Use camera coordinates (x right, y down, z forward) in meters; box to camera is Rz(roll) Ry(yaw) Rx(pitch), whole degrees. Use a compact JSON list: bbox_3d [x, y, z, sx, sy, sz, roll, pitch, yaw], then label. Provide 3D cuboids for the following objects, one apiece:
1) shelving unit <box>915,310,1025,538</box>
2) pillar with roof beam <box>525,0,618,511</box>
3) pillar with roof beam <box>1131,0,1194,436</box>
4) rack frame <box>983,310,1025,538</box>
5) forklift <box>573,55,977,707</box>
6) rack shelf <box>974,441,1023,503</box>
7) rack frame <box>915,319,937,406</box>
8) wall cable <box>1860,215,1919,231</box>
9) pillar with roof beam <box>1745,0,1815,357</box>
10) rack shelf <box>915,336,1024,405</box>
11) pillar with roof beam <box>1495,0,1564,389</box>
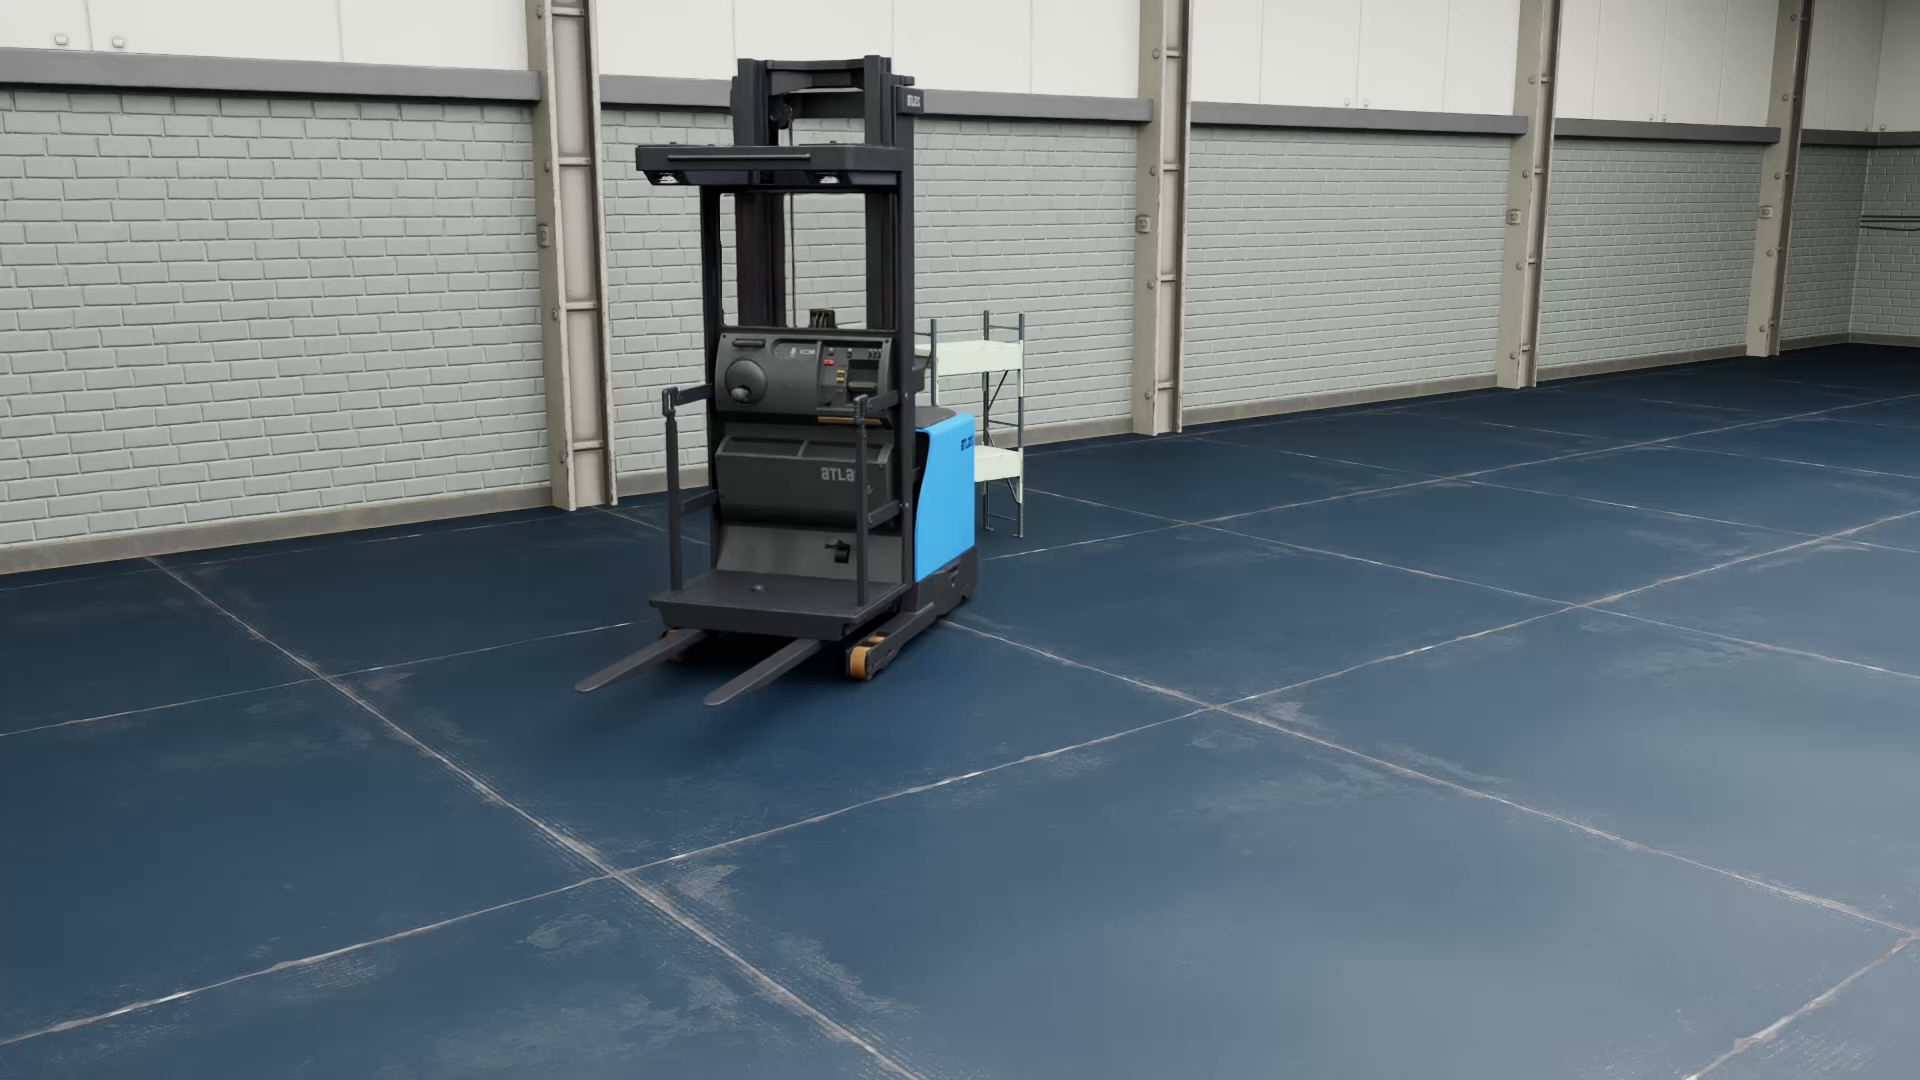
[{"bbox_3d":[0.005,-0.735,10.977,0.755,1.500,0.431,-9,15,-38],"label":"shelving unit"},{"bbox_3d":[-0.103,-3.967,8.146,0.400,9.000,9.100,-9,15,-38],"label":"pillar with roof beam"},{"bbox_3d":[4.582,-4.746,11.813,0.400,9.000,9.100,-9,15,-38],"label":"pillar with roof beam"},{"bbox_3d":[0.291,-0.782,11.201,0.023,1.500,0.400,-9,15,-38],"label":"rack frame"},{"bbox_3d":[-0.849,-0.855,8.098,1.130,2.935,3.031,4,13,18],"label":"forklift"},{"bbox_3d":[0.005,-0.416,11.045,0.720,0.370,0.431,-9,15,-38],"label":"rack shelf"},{"bbox_3d":[-0.281,-0.687,10.753,0.023,1.500,0.400,-9,15,-38],"label":"rack frame"},{"bbox_3d":[14.389,-5.650,23.547,0.112,2.526,3.097,-9,15,-38],"label":"wall cable"},{"bbox_3d":[13.952,-6.303,19.146,0.400,9.000,9.100,-9,15,-38],"label":"pillar with roof beam"},{"bbox_3d":[0.005,-1.116,10.896,0.720,0.370,0.431,-9,15,-38],"label":"rack shelf"},{"bbox_3d":[9.267,-5.524,15.479,0.400,9.000,9.100,-9,15,-38],"label":"pillar with roof beam"}]
